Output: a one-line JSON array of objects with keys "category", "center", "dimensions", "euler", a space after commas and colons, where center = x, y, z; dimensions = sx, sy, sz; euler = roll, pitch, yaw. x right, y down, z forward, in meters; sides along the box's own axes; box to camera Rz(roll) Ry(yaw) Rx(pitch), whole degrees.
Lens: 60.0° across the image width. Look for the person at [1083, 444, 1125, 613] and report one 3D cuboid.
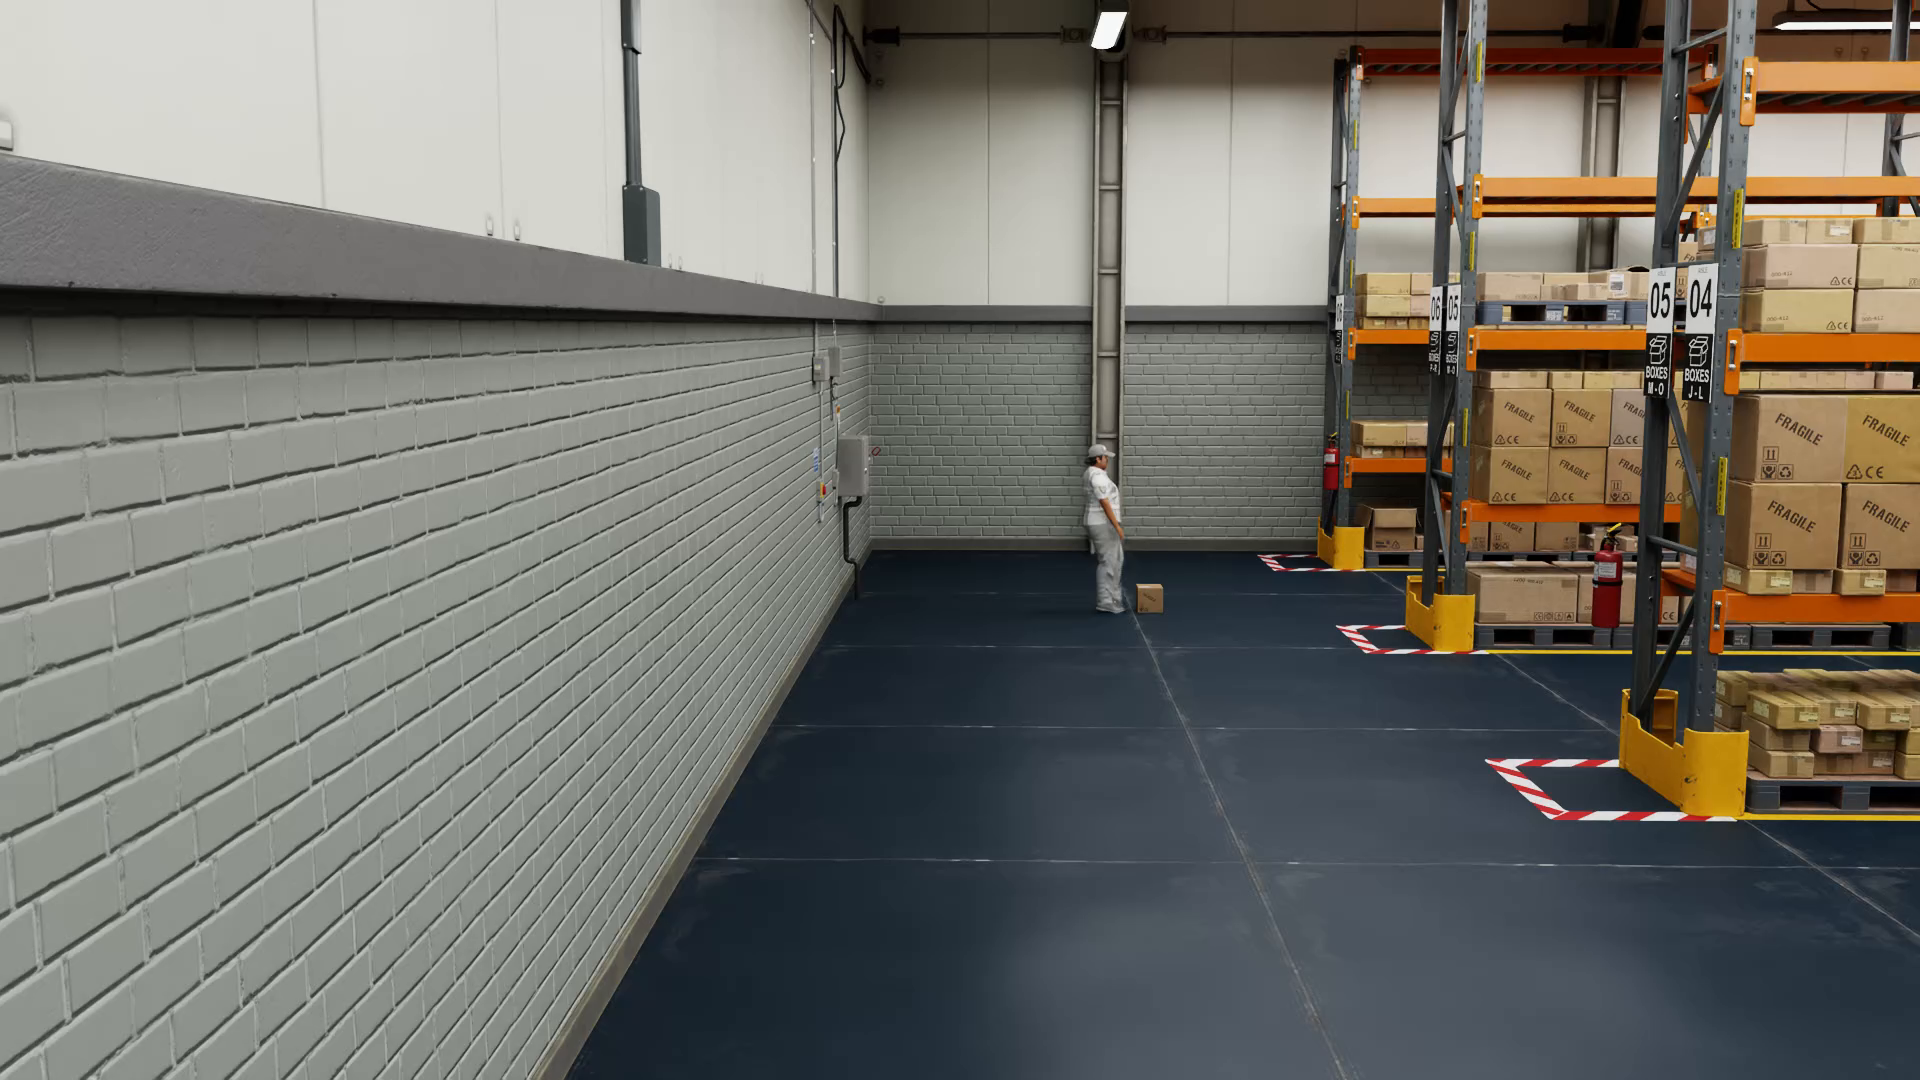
[{"category": "person", "center": [1.485, -0.078, 16.656], "dimensions": [0.501, 1.758, 0.519], "euler": [-1, 7, -6]}]
